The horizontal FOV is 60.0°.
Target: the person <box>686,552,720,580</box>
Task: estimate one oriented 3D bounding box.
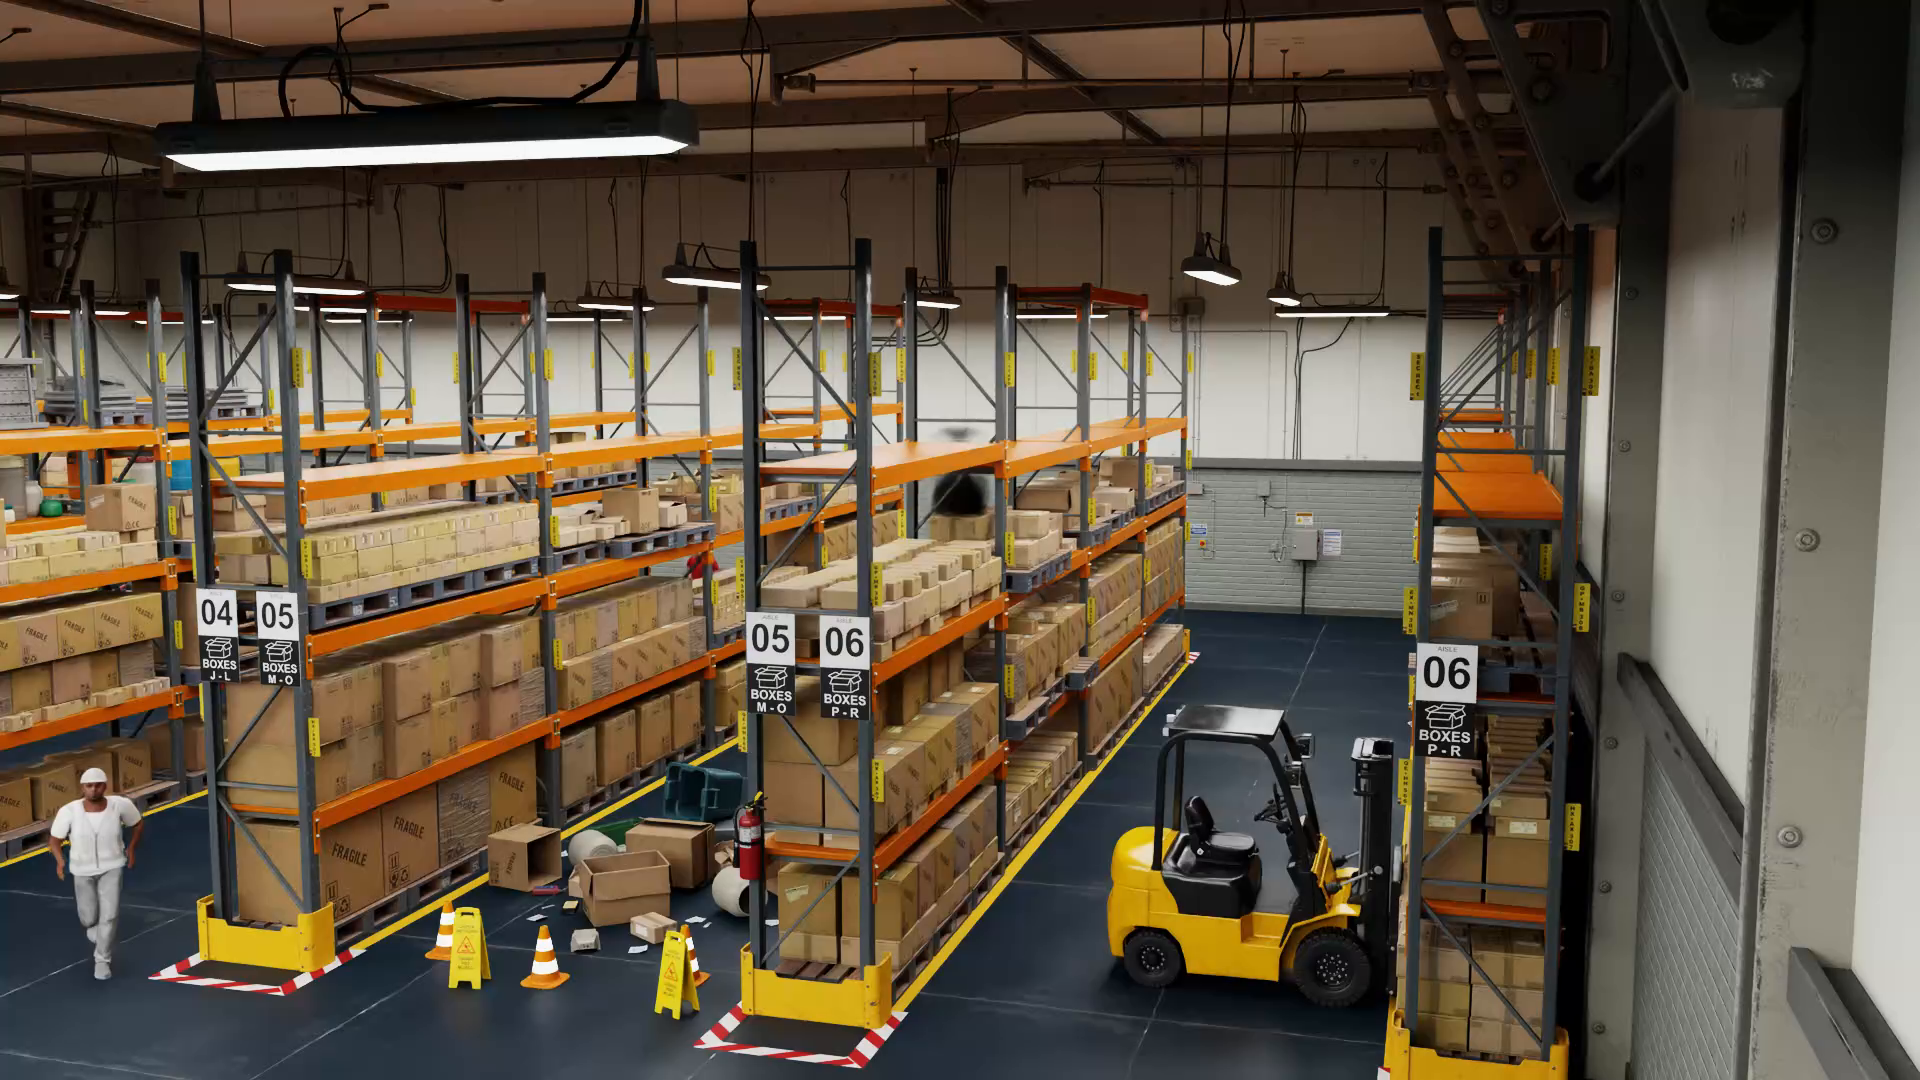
[{"bbox_3d":[-4.715,0.913,30.735,0.693,1.726,0.917,2,7,15],"label":"person"}]

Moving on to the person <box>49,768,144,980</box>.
[{"bbox_3d":[-7.253,2.760,14.001,0.702,1.736,0.734,-3,7,-27],"label":"person"}]
